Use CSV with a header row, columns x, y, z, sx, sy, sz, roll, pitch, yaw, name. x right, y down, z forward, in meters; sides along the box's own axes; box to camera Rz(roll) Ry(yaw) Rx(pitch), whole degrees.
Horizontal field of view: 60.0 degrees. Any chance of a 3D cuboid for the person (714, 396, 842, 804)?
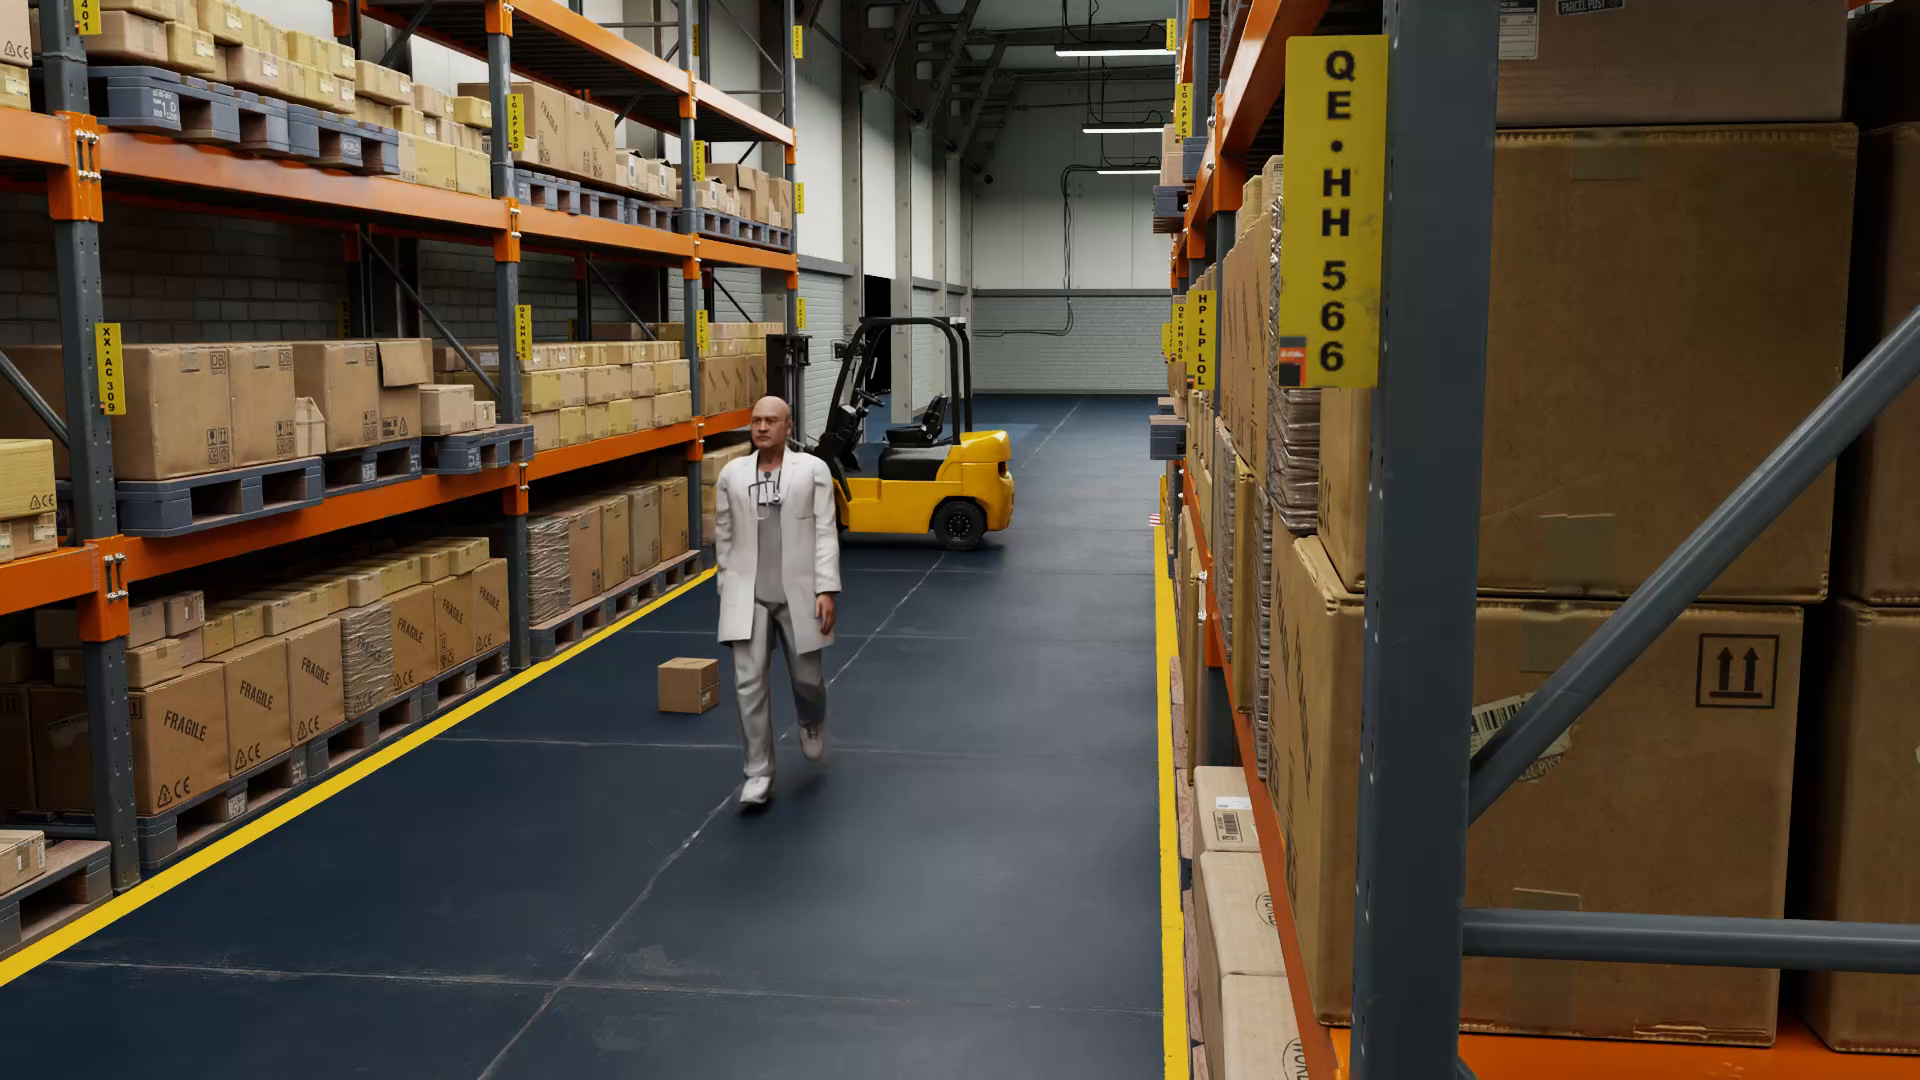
x,y,z,sx,sy,sz,roll,pitch,yaw,name
-0.813,0.280,7.416,0.575,1.658,0.893,0,7,1,person
